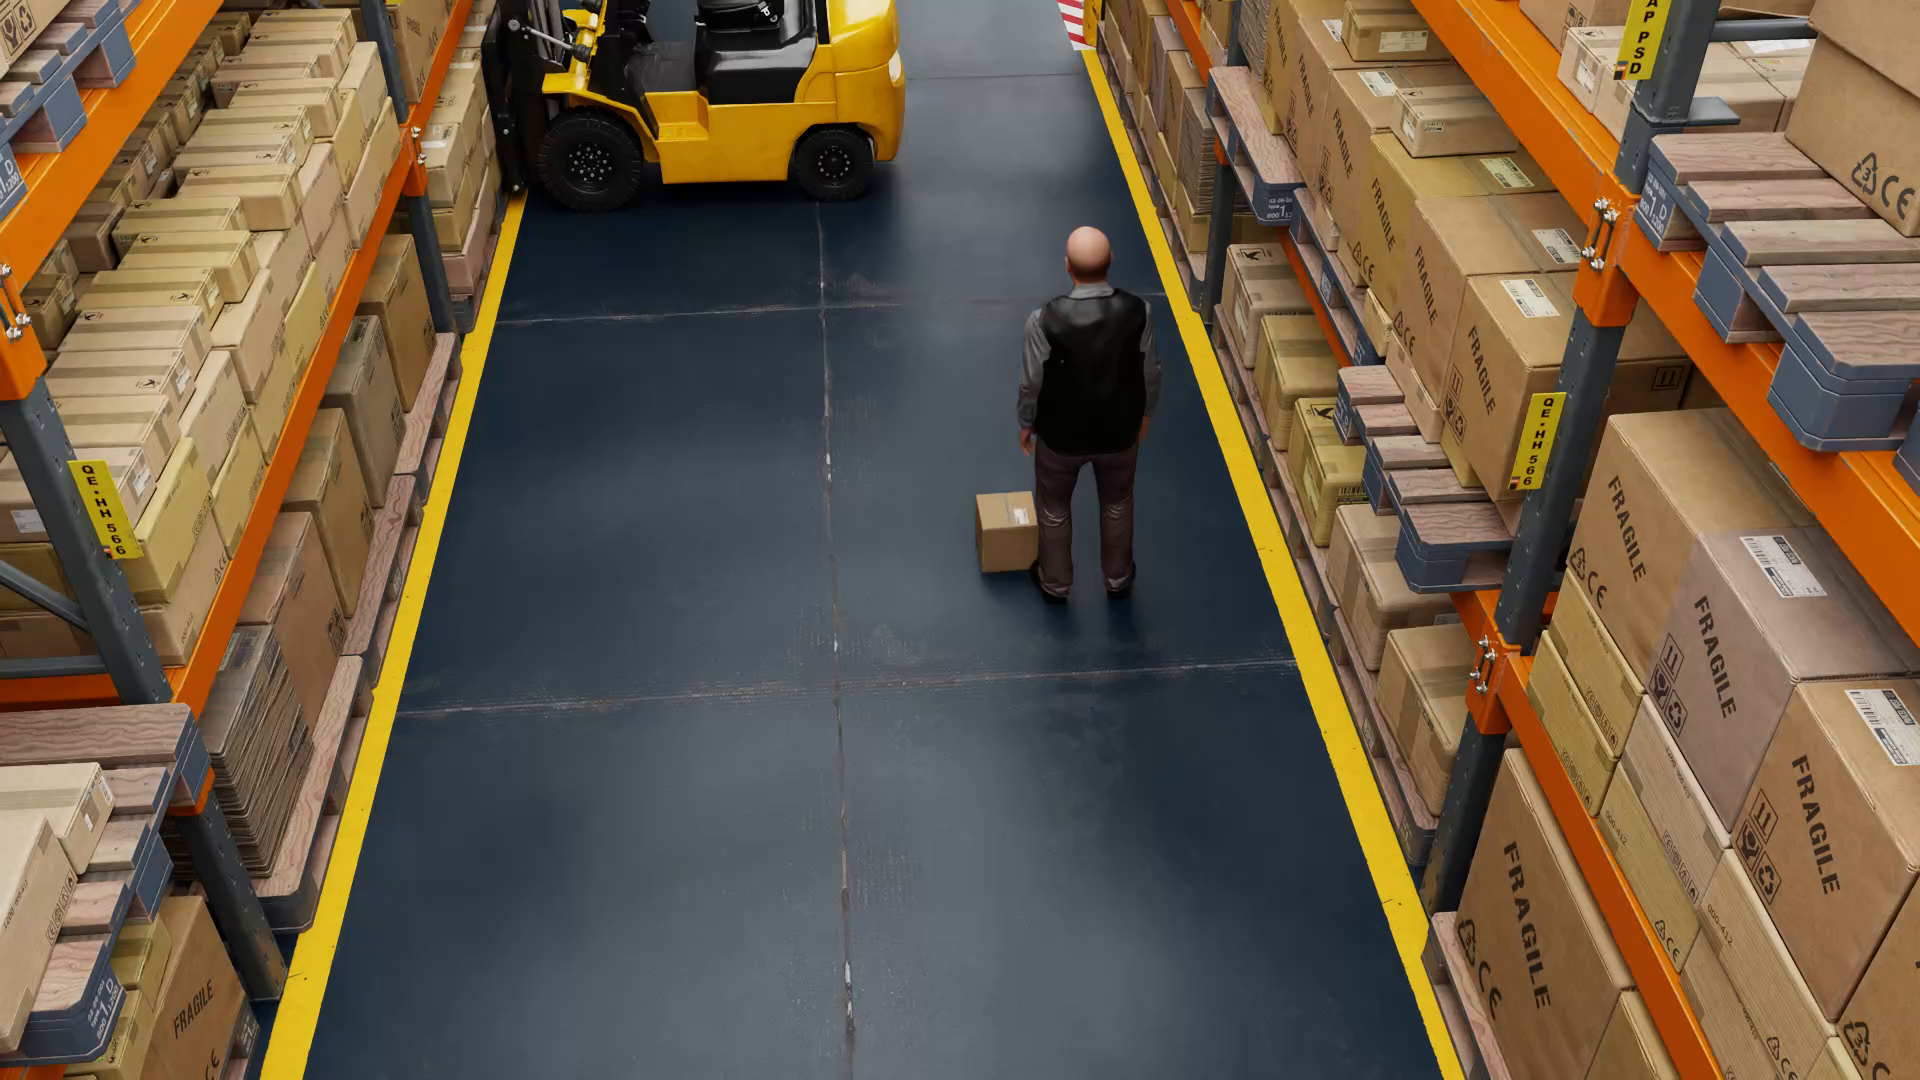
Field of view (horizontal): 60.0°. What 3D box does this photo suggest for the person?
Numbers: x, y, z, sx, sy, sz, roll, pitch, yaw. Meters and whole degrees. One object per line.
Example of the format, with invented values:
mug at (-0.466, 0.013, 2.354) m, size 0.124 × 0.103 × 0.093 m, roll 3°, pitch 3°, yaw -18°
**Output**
person at (0.512, -0.448, 6.730) m, size 0.576 × 1.720 × 0.418 m, roll -5°, pitch 39°, yaw -6°
